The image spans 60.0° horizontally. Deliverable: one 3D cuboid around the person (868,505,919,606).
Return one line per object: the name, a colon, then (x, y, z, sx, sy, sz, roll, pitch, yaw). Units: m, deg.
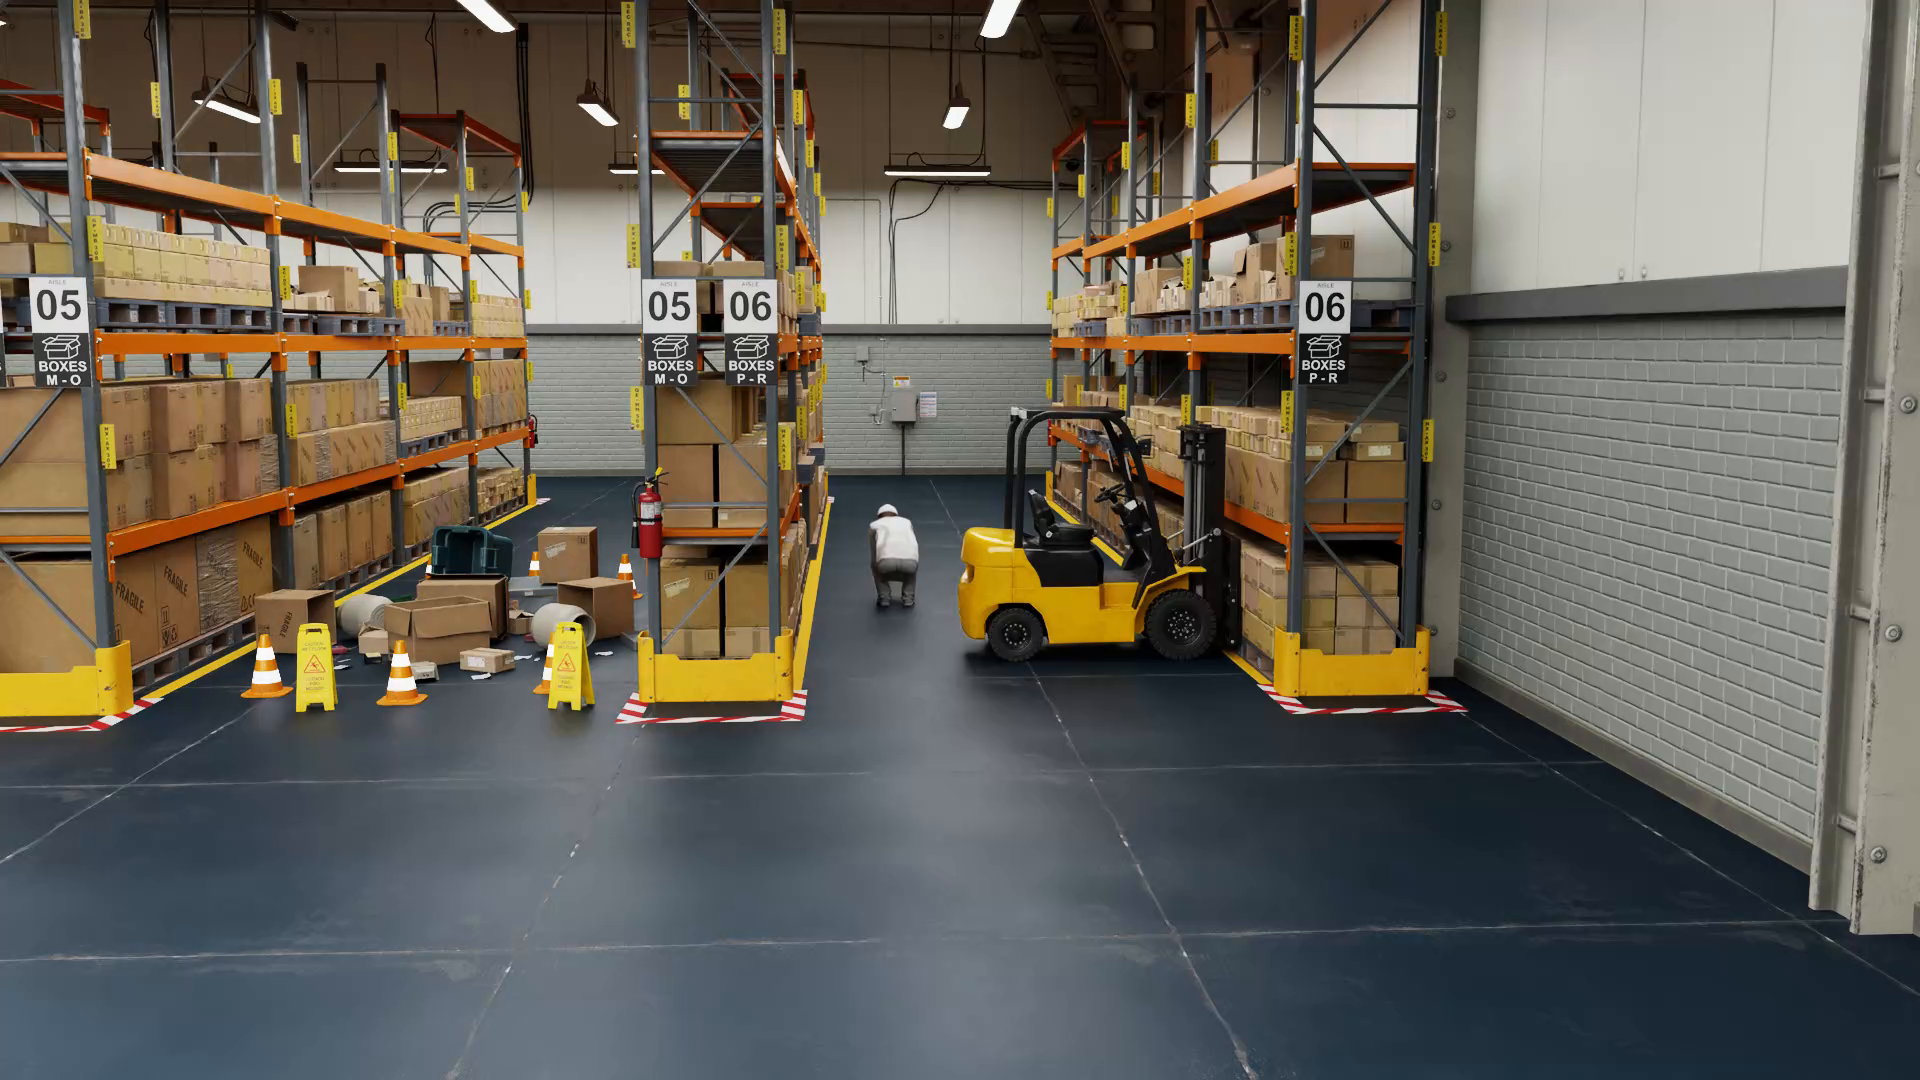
person: (-0.700, 0.164, 17.510, 0.515, 1.014, 0.887, -1, 7, -6)
